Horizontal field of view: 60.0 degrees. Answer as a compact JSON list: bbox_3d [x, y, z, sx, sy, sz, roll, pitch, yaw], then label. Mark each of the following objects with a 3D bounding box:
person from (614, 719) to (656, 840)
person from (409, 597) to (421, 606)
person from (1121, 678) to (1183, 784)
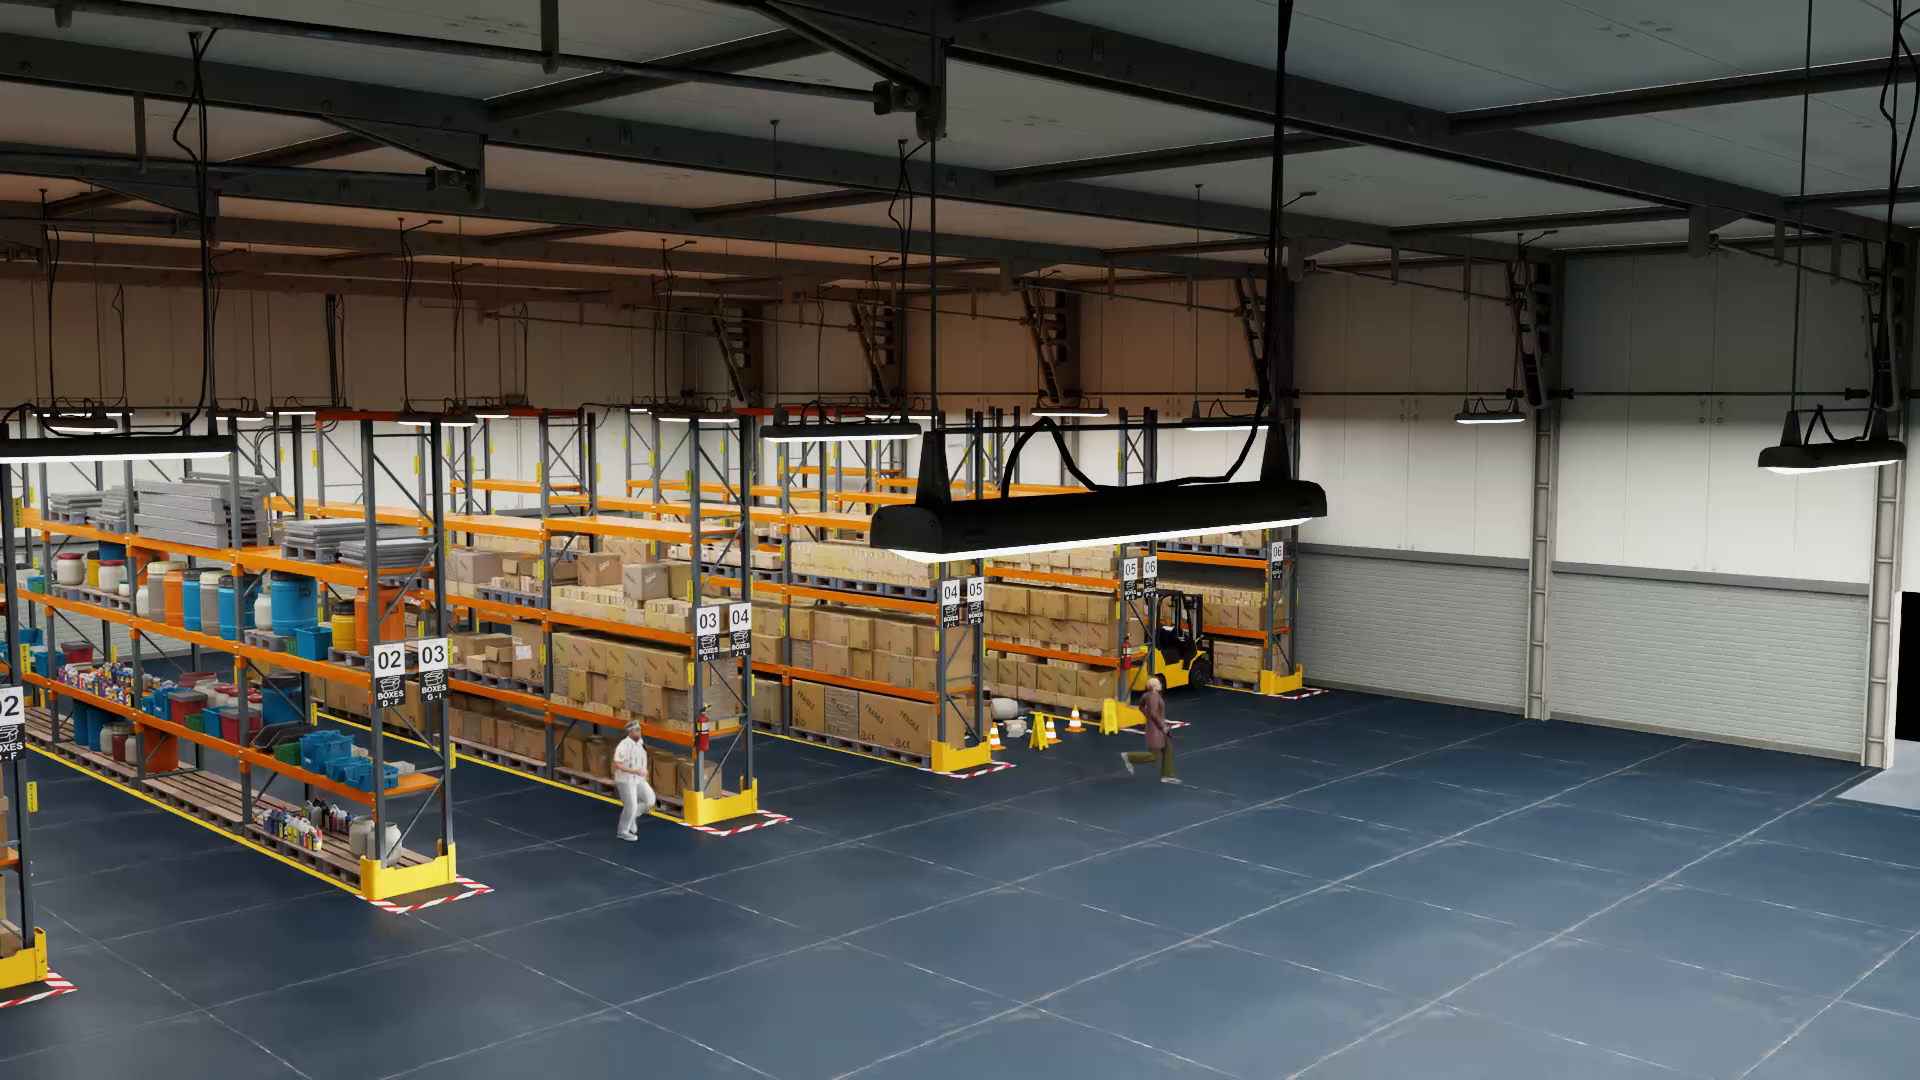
[{"bbox_3d":[-4.590,3.386,23.513,0.616,1.737,0.682,2,6,25],"label":"person"},{"bbox_3d":[-12.762,2.001,38.835,0.689,1.764,0.809,1,5,16],"label":"person"},{"bbox_3d":[3.116,3.100,26.922,1.009,1.752,0.702,0,5,2],"label":"person"}]
